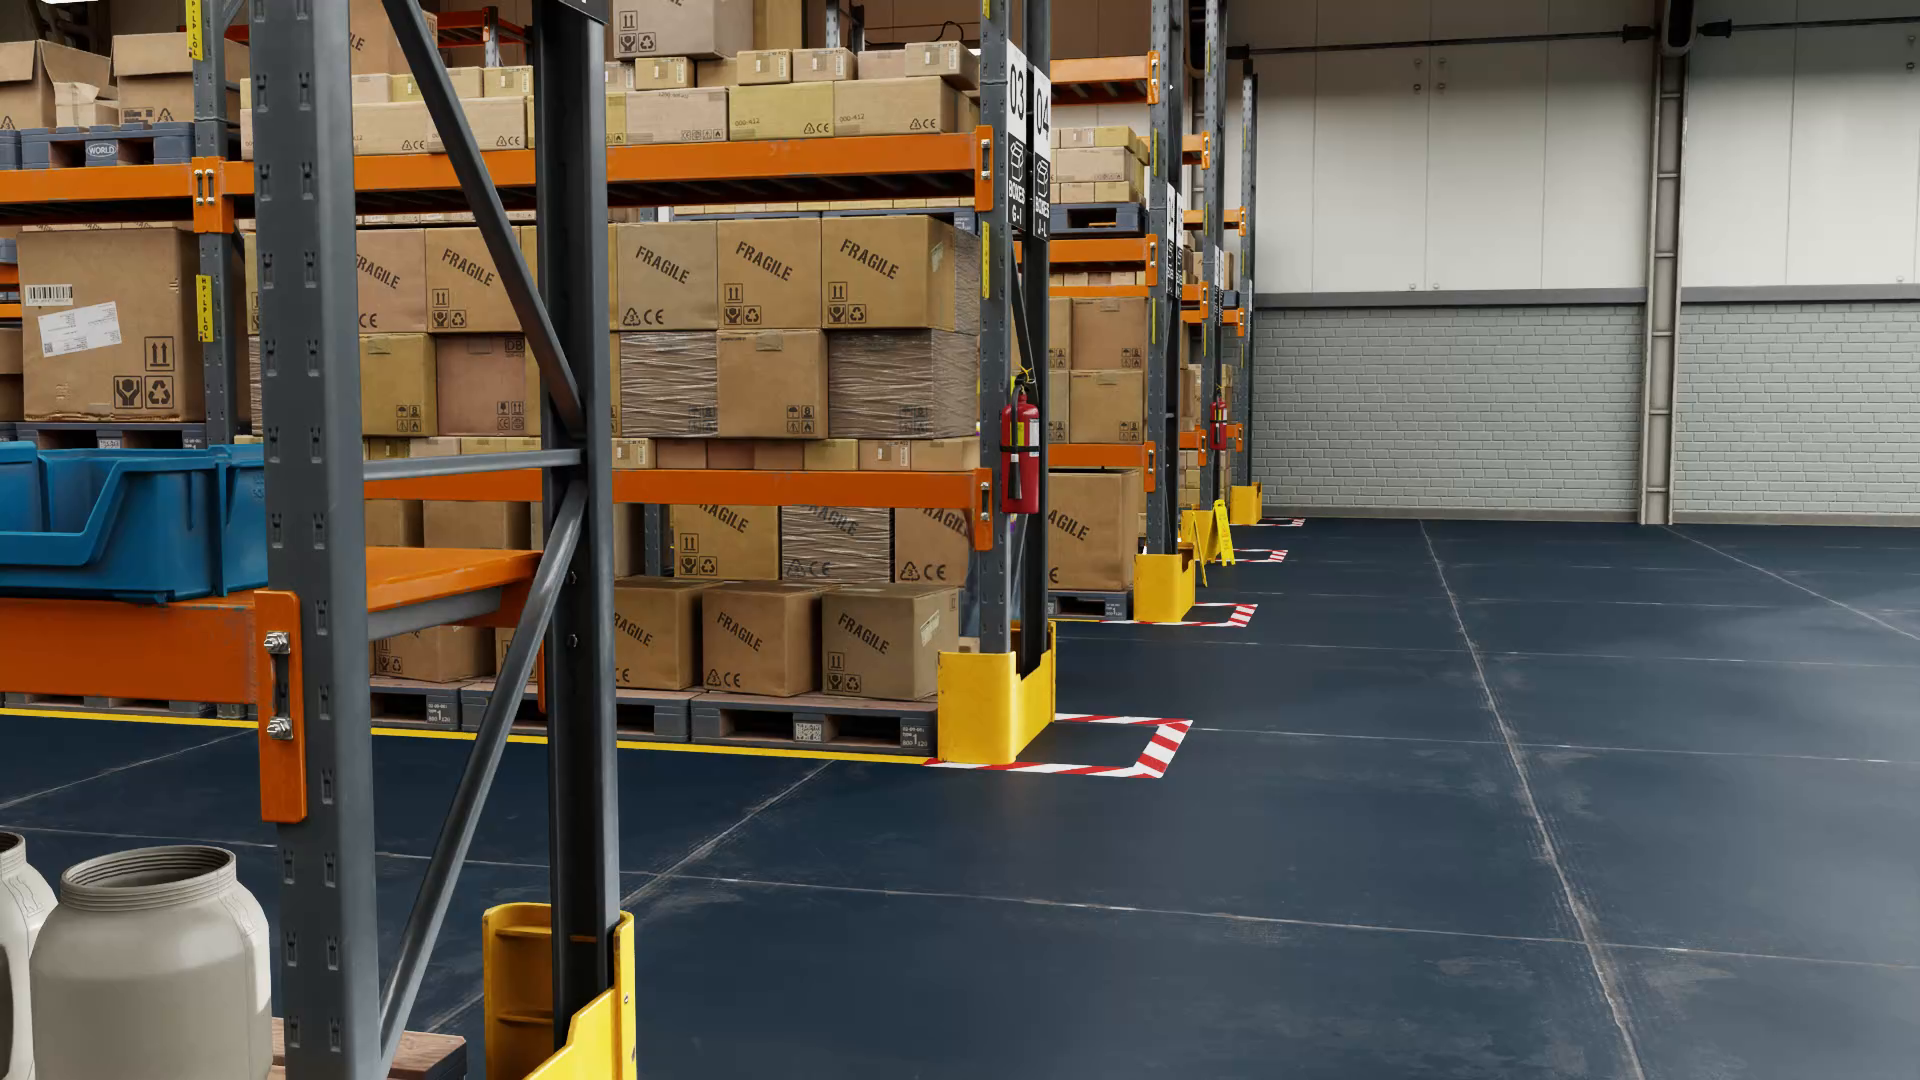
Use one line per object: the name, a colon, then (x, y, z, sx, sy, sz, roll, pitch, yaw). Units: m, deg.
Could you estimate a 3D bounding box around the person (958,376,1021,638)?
person: (0.212, -0.073, 9.777, 0.693, 1.775, 0.501, -3, 6, -33)
